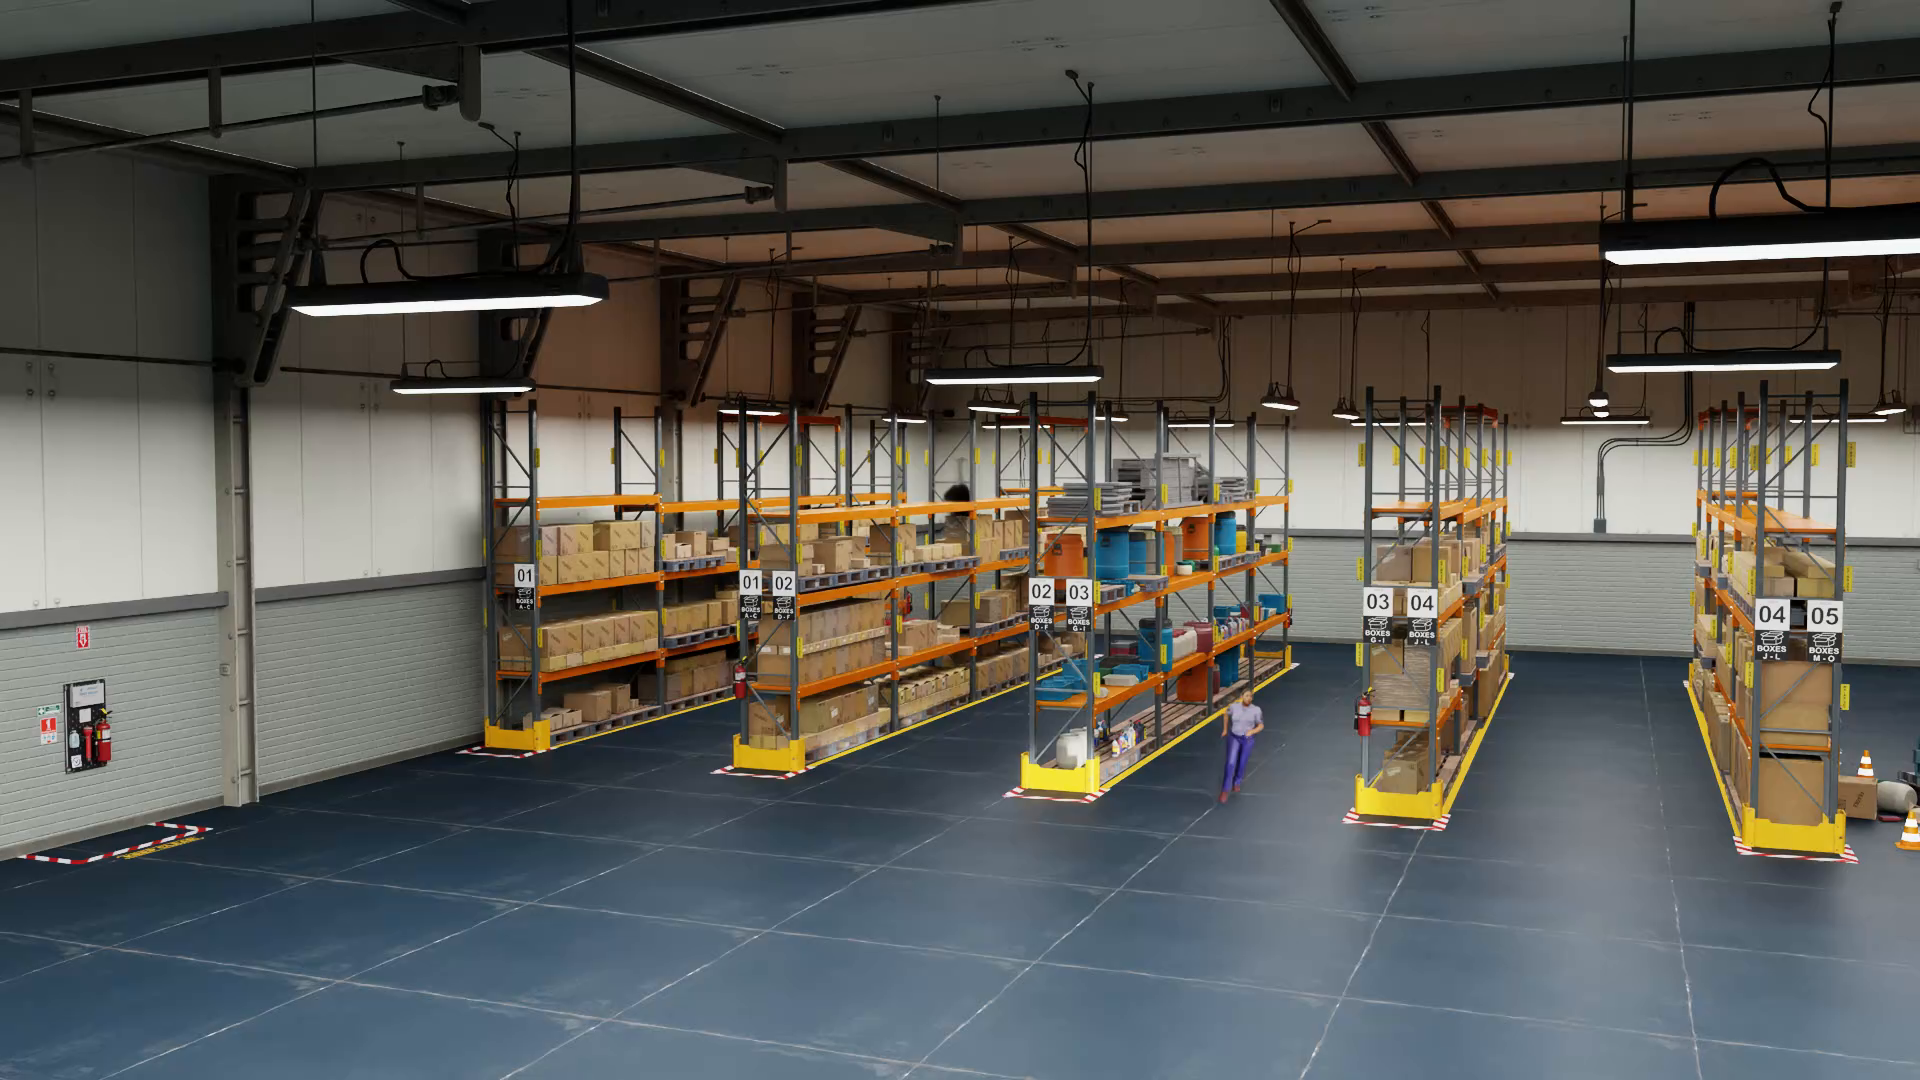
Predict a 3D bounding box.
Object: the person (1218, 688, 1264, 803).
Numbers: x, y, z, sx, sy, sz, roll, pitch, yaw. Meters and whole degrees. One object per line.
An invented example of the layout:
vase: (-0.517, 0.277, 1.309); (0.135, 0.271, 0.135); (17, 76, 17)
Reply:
person: (4.107, 2.971, 24.384); (0.677, 1.628, 0.828); (0, 3, 6)

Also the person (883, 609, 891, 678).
person: (-1.542, 2.372, 36.254); (0.672, 1.728, 0.689); (1, 3, 22)
